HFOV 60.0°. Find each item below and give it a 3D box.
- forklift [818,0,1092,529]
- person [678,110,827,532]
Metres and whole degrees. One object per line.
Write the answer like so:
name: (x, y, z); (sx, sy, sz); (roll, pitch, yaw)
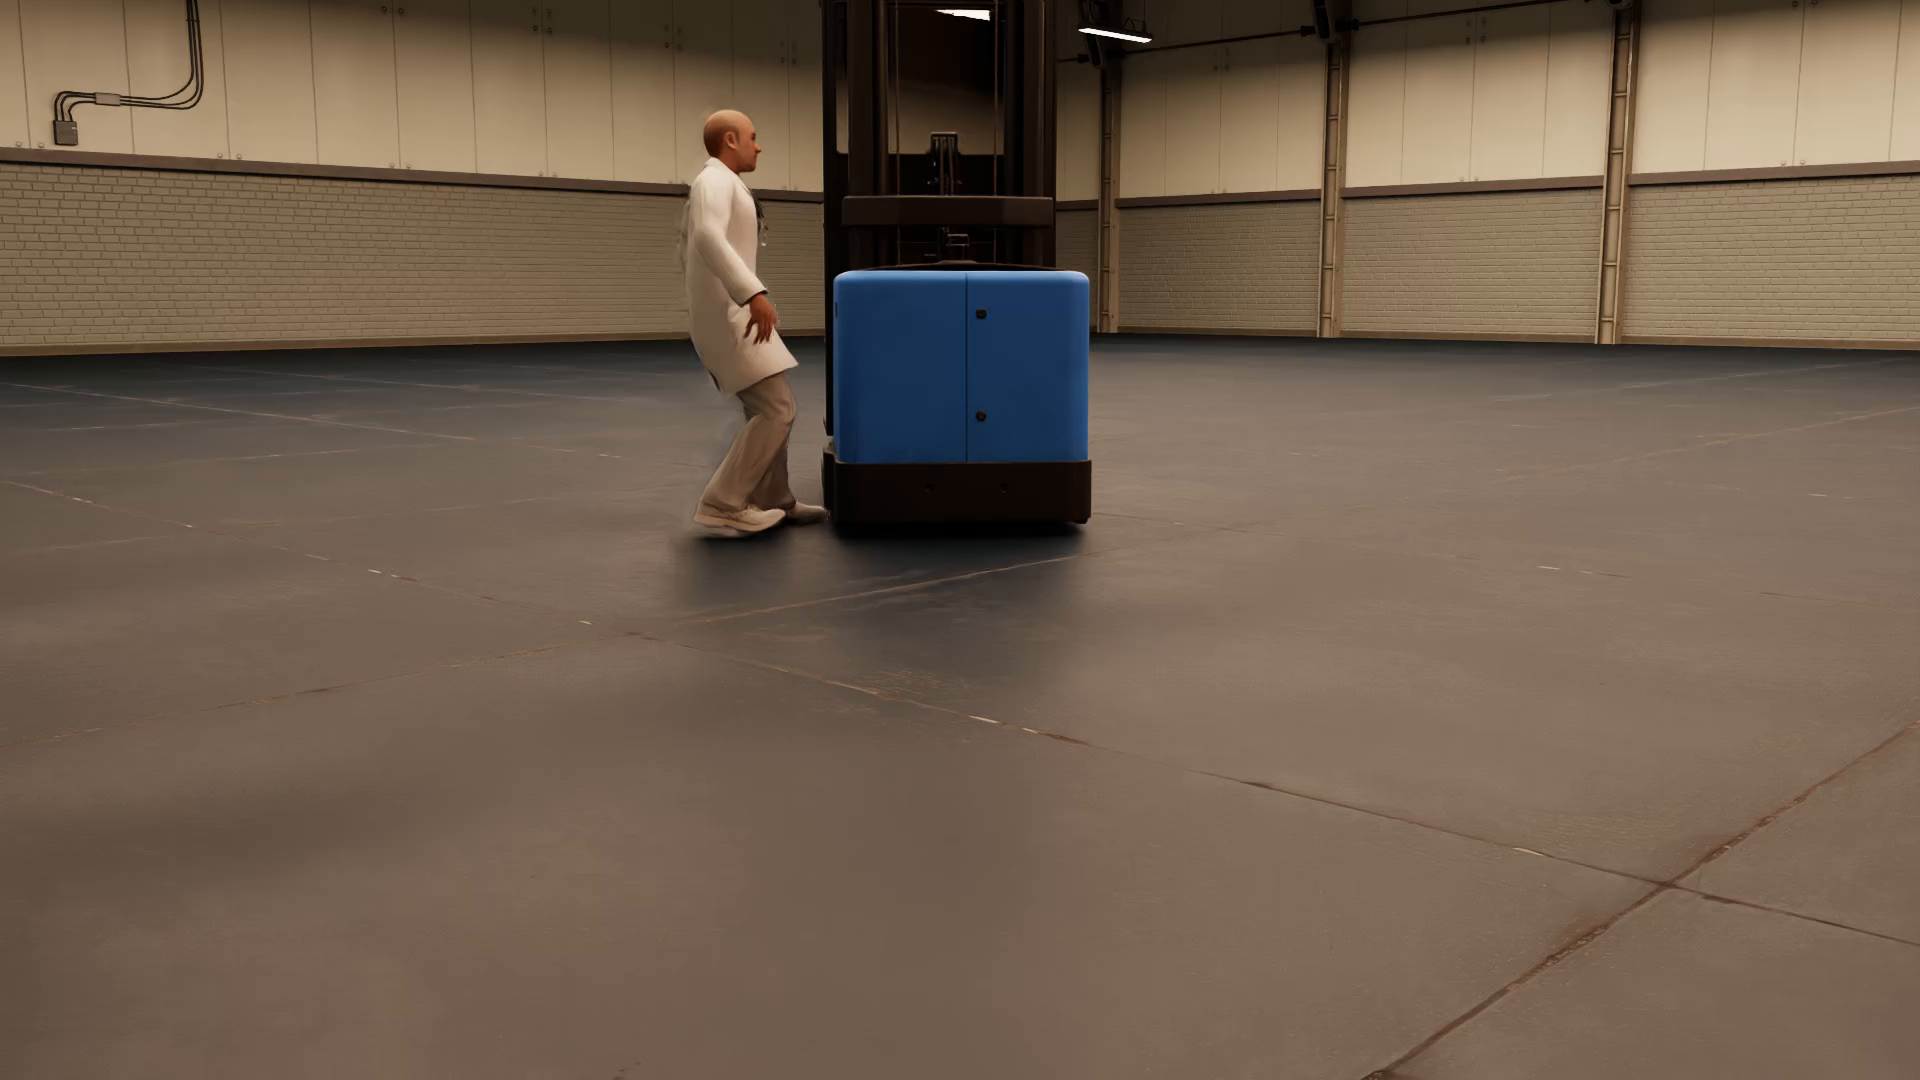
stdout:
forklift: (-0.119, -1.676, 8.008); (1.130, 2.935, 3.031); (-1, 9, -6)
person: (-0.826, -0.867, 6.788); (0.609, 1.733, 0.970); (-2, 9, -11)
